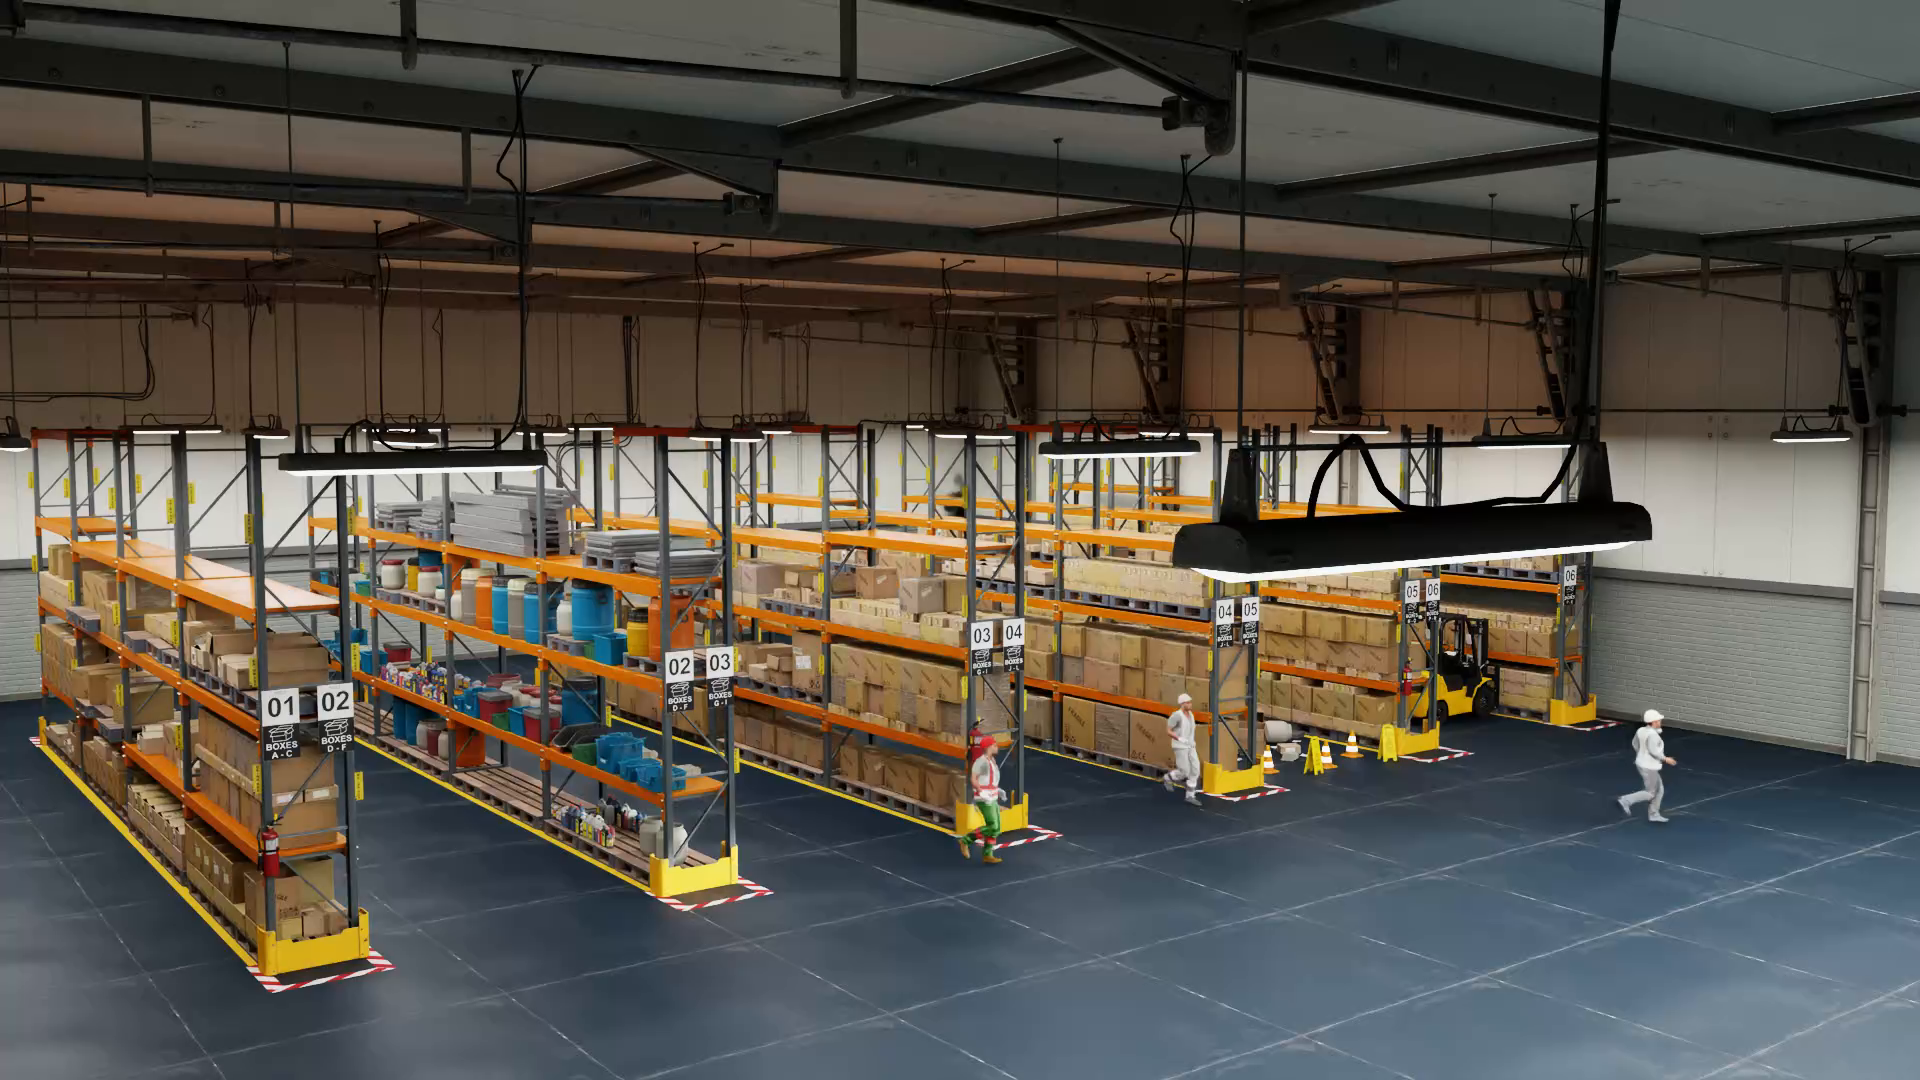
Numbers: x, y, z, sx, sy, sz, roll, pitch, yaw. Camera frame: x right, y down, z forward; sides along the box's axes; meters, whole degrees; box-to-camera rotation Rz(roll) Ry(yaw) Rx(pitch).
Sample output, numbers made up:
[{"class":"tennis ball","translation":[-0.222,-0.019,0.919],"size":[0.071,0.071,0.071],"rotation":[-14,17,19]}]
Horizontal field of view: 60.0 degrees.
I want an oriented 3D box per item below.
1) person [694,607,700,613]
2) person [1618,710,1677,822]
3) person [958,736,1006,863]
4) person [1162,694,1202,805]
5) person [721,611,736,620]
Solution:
[{"class":"person","translation":[-6.417,2.398,39.934],"size":[0.555,1.582,0.818],"rotation":[1,5,11]},{"class":"person","translation":[10.494,3.465,25.482],"size":[0.802,1.743,0.652],"rotation":[0,4,4]},{"class":"person","translation":[0.340,3.634,23.398],"size":[0.627,1.731,0.728],"rotation":[1,5,14]},{"class":"person","translation":[3.586,3.358,26.851],"size":[0.697,1.772,0.759],"rotation":[-4,6,-42]},{"class":"person","translation":[-5.786,2.241,41.388],"size":[0.773,1.711,0.748],"rotation":[-4,6,-43]}]
